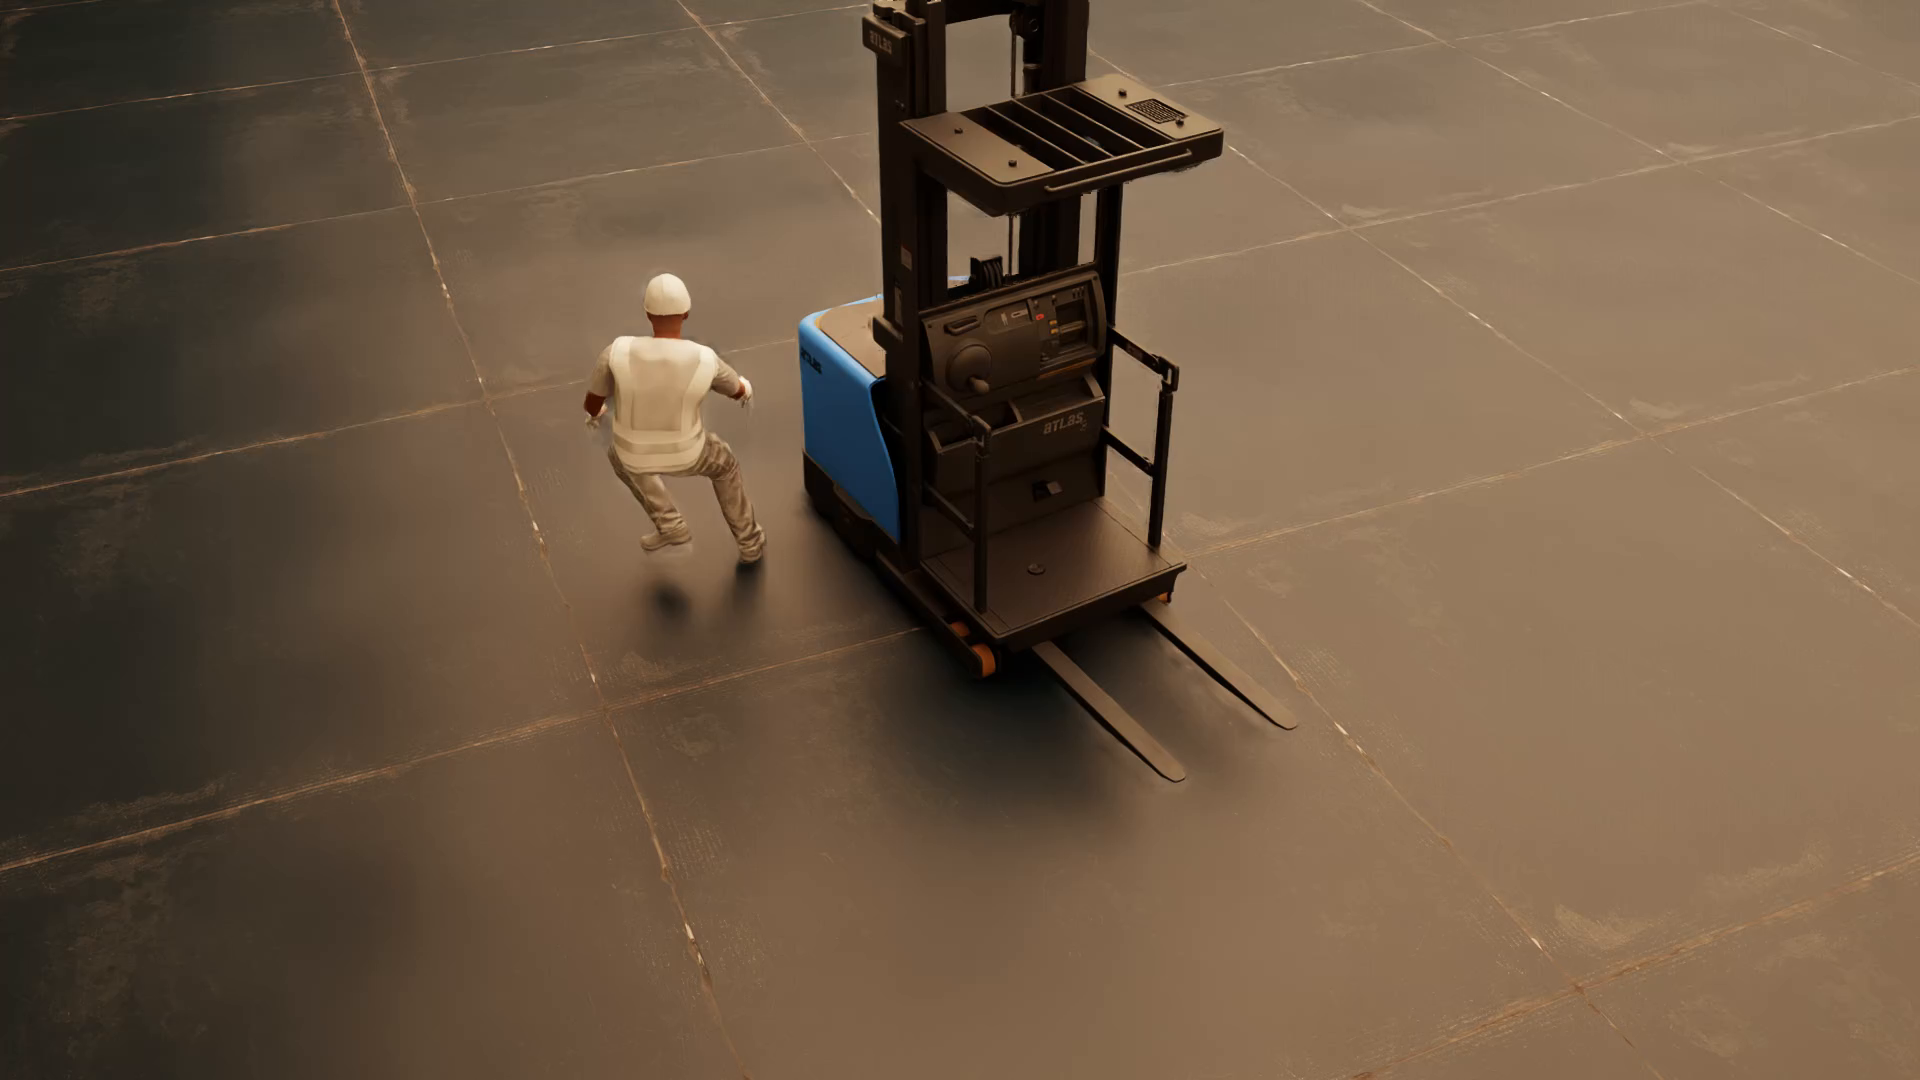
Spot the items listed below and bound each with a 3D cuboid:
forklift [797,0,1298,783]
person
[{"bbox_3d":[0.370,-0.862,7.311,1.130,2.935,3.031,-20,40,-25],"label":"forklift"},{"bbox_3d":[-1.397,-0.578,8.027,0.809,1.644,0.681,-4,36,-5],"label":"person"}]
